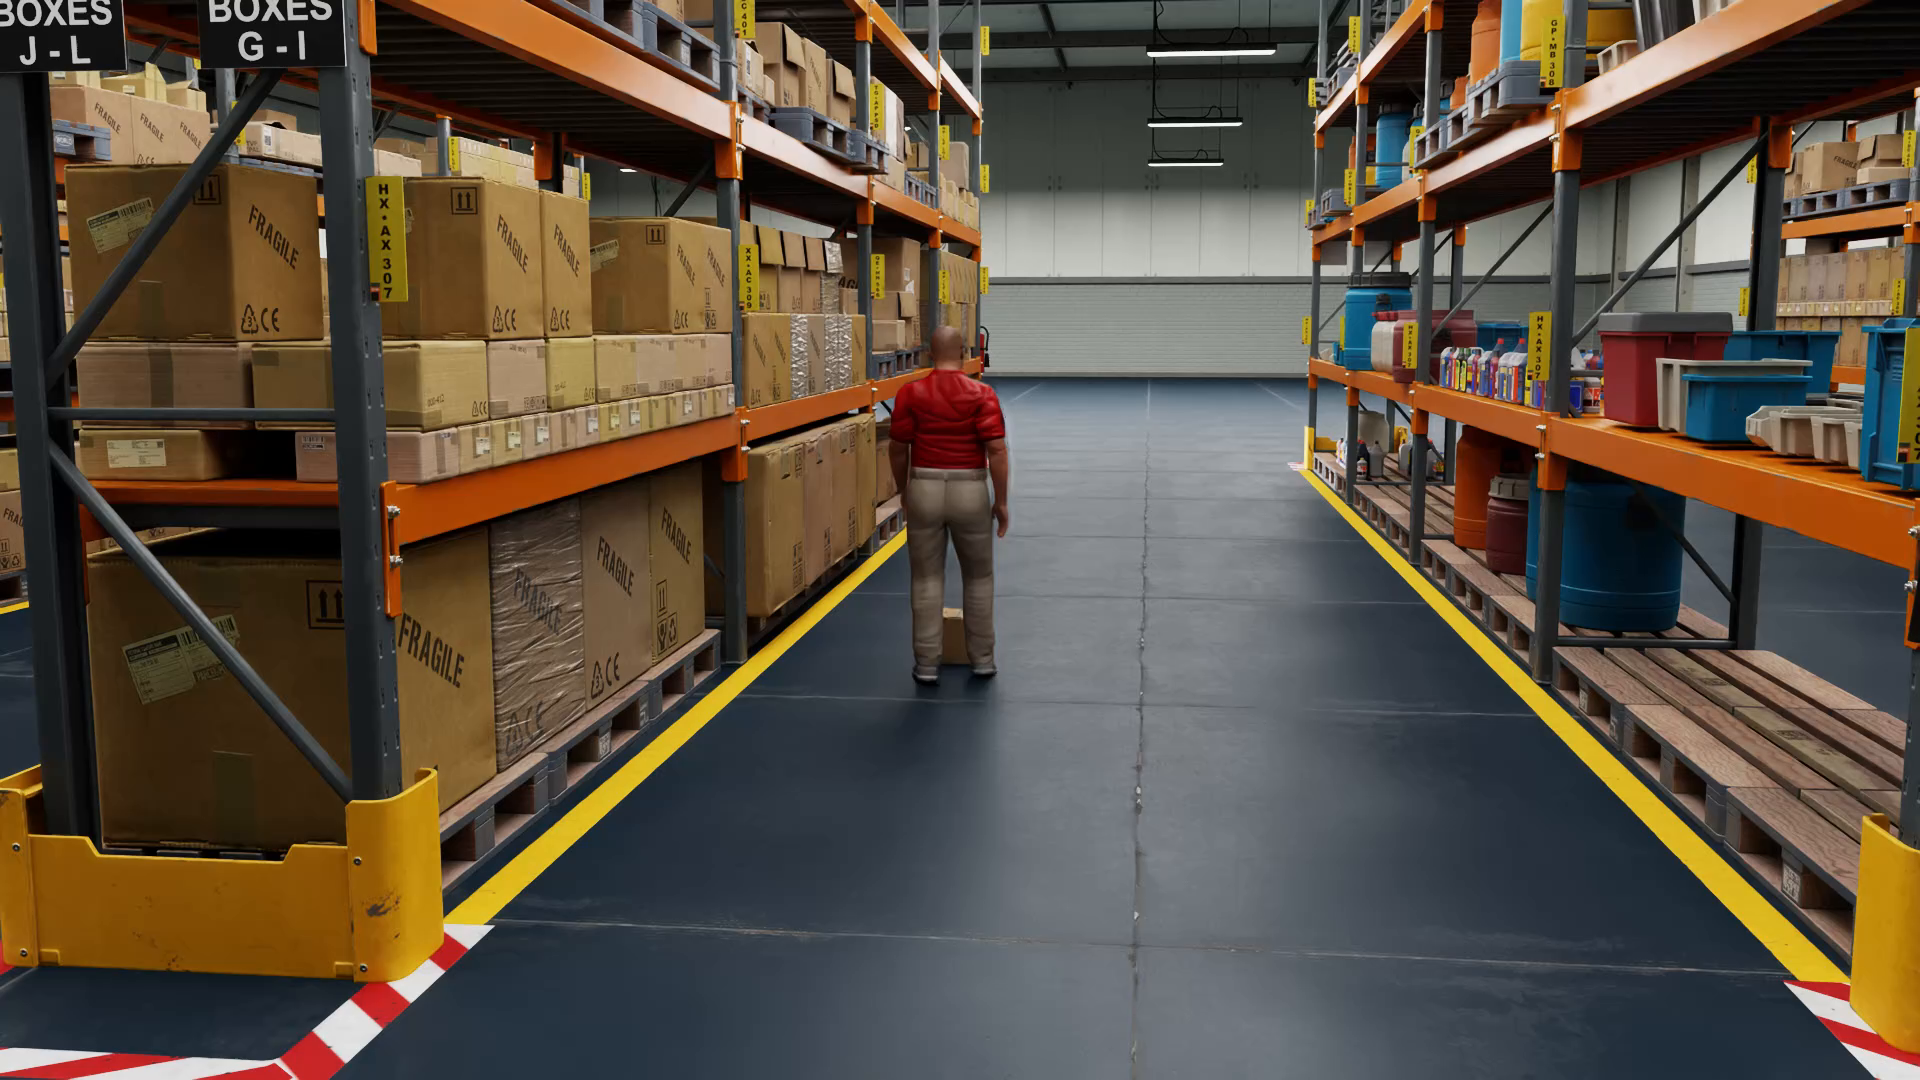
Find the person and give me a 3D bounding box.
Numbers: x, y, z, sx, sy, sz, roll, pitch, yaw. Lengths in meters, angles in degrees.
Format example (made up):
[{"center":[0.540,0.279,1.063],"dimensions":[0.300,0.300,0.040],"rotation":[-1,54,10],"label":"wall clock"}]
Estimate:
[{"center":[-0.040,-0.172,8.174],"dimensions":[0.586,1.747,0.501],"rotation":[1,8,6],"label":"person"}]
